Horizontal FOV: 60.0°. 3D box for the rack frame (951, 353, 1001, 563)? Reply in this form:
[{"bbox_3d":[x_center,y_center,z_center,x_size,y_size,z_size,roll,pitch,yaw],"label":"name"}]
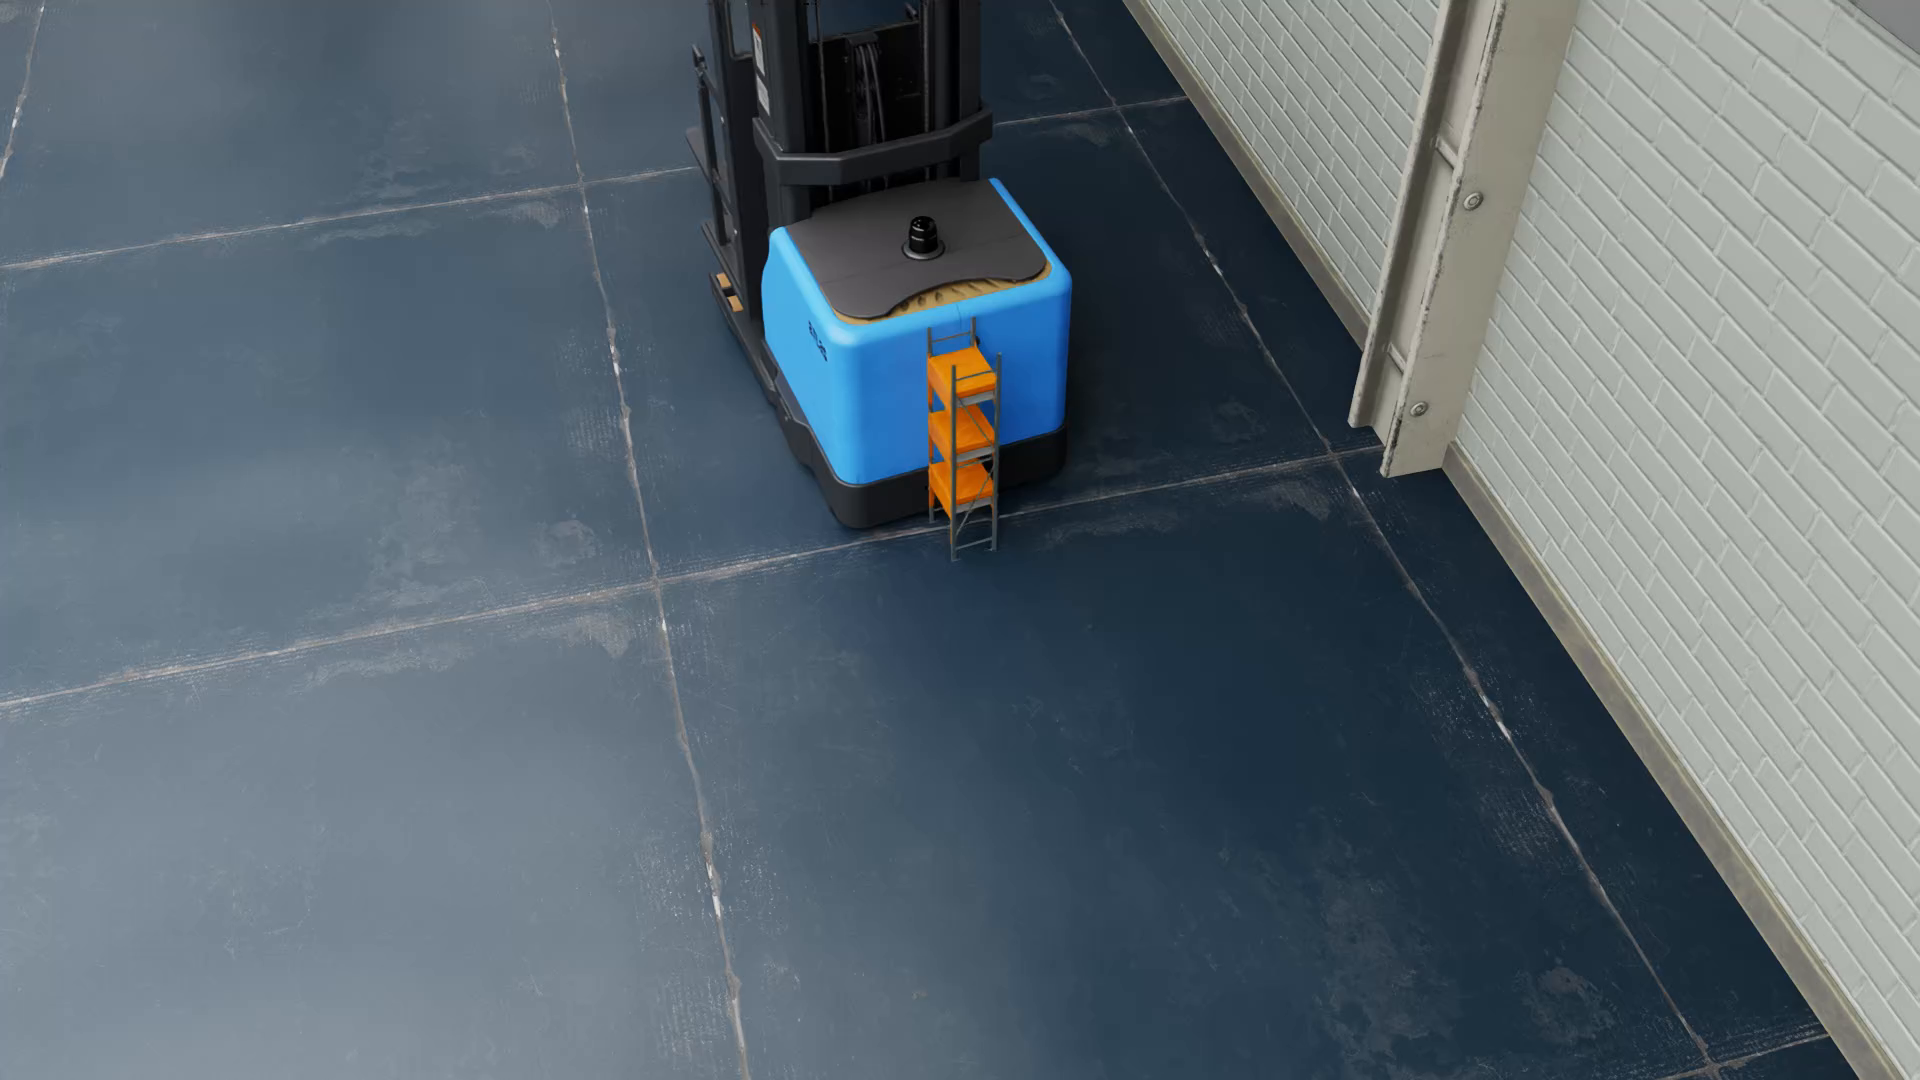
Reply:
[{"bbox_3d":[0.059,-0.303,6.562,0.200,1.050,0.008,-16,48,-16],"label":"rack frame"}]

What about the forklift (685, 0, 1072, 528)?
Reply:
[{"bbox_3d":[-0.570,-2.143,7.049,1.130,2.935,3.031,-16,48,-15],"label":"forklift"}]

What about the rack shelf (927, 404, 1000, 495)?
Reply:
[{"bbox_3d":[0.013,-0.376,6.648,0.215,0.259,0.240,-16,48,-16],"label":"rack shelf"}]

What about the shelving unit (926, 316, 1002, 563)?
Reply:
[{"bbox_3d":[0.013,-0.383,6.641,0.215,1.050,0.252,-16,48,-16],"label":"shelving unit"}]

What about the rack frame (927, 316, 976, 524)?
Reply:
[{"bbox_3d":[-0.034,-0.464,6.719,0.200,1.050,0.008,-16,48,-16],"label":"rack frame"}]

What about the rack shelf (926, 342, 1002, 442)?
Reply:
[{"bbox_3d":[0.014,-0.575,6.446,0.215,0.259,0.240,-16,48,-16],"label":"rack shelf"}]

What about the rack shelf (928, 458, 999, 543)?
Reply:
[{"bbox_3d":[0.012,-0.181,6.846,0.215,0.259,0.240,-16,48,-16],"label":"rack shelf"}]

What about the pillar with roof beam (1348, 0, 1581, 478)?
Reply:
[{"bbox_3d":[-2.208,-2.798,3.443,9.100,9.000,0.400,-11,47,-10],"label":"pillar with roof beam"}]
